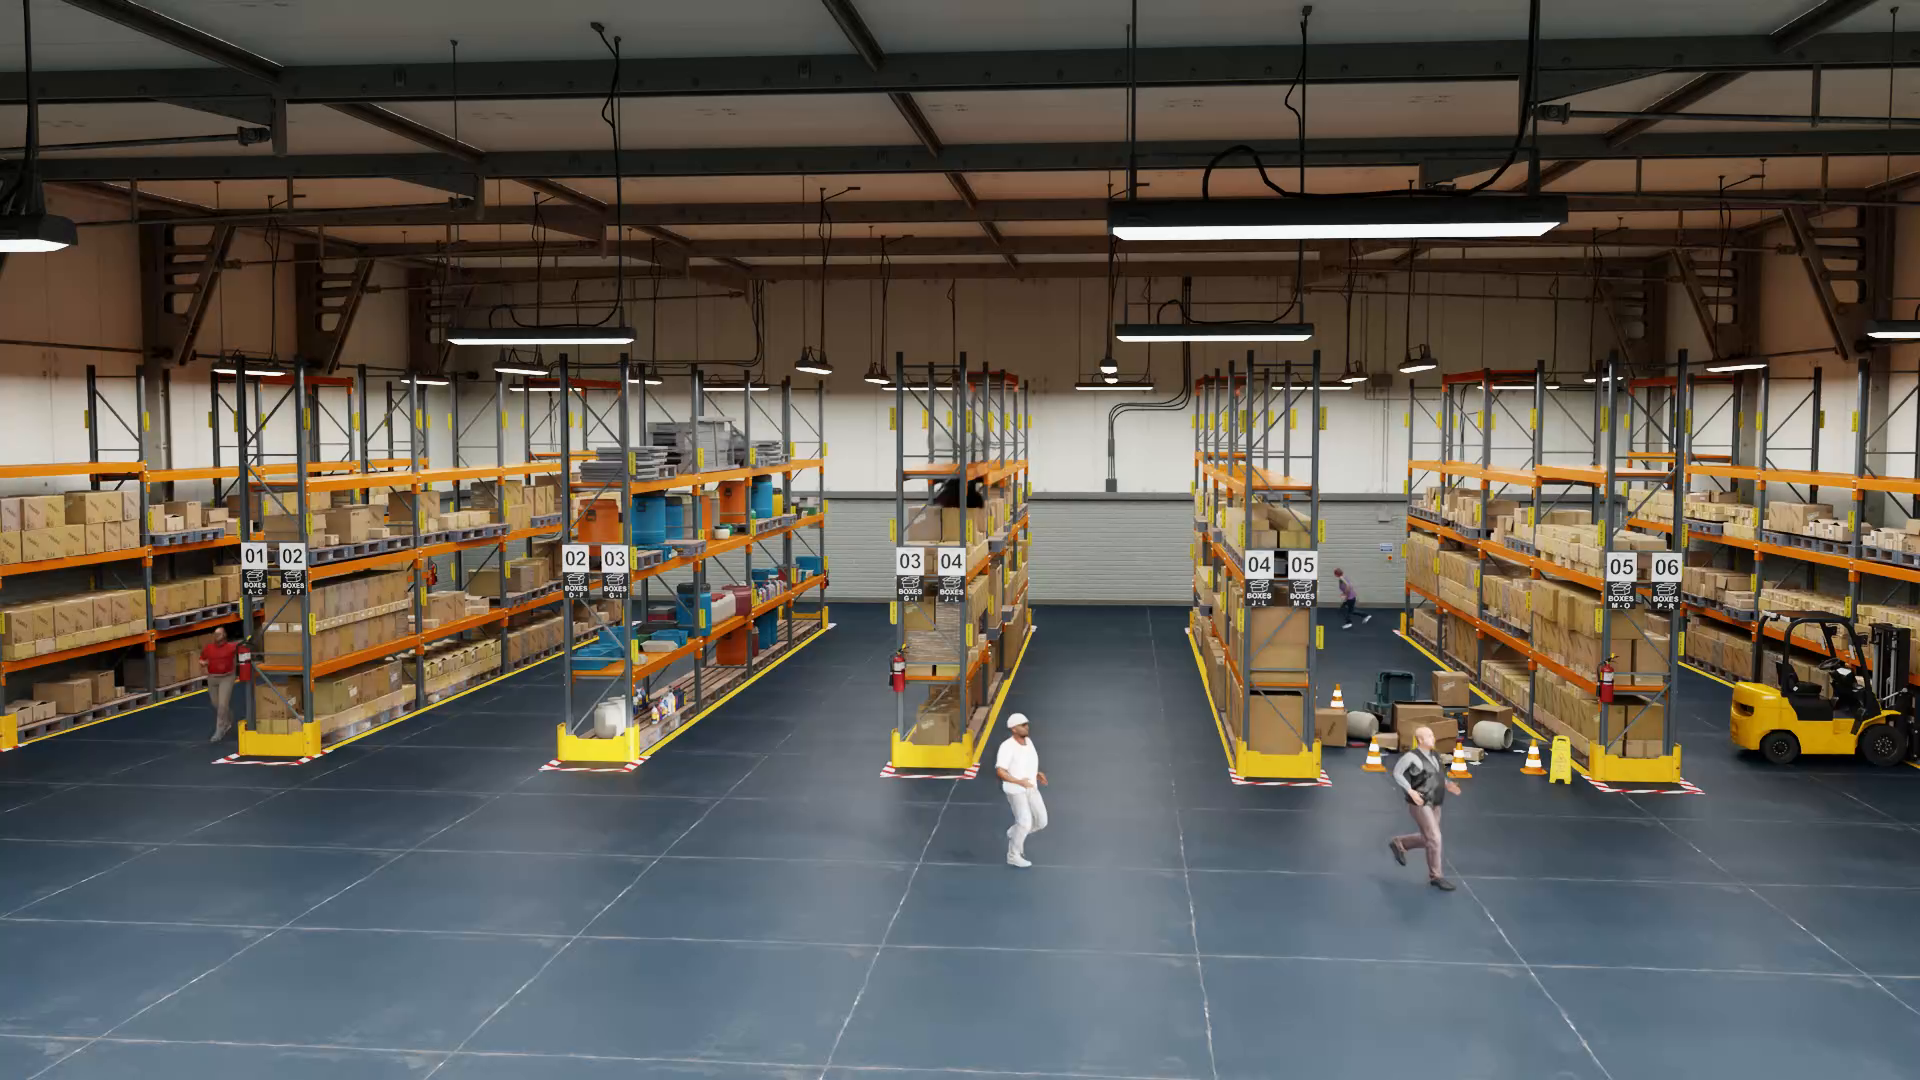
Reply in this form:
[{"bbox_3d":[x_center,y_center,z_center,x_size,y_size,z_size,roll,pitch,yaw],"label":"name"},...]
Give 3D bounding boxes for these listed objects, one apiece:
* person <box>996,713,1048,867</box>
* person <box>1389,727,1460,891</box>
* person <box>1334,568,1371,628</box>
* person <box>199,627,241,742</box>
[{"bbox_3d":[0.705,2.812,18.744,0.587,1.723,0.747,3,5,37],"label":"person"},{"bbox_3d":[5.008,2.880,18.038,0.662,1.719,0.880,-4,5,-41],"label":"person"},{"bbox_3d":[9.536,1.426,40.425,0.900,1.463,0.531,1,4,13],"label":"person"},{"bbox_3d":[-11.710,2.248,26.356,0.656,1.736,0.964,0,4,3],"label":"person"}]
